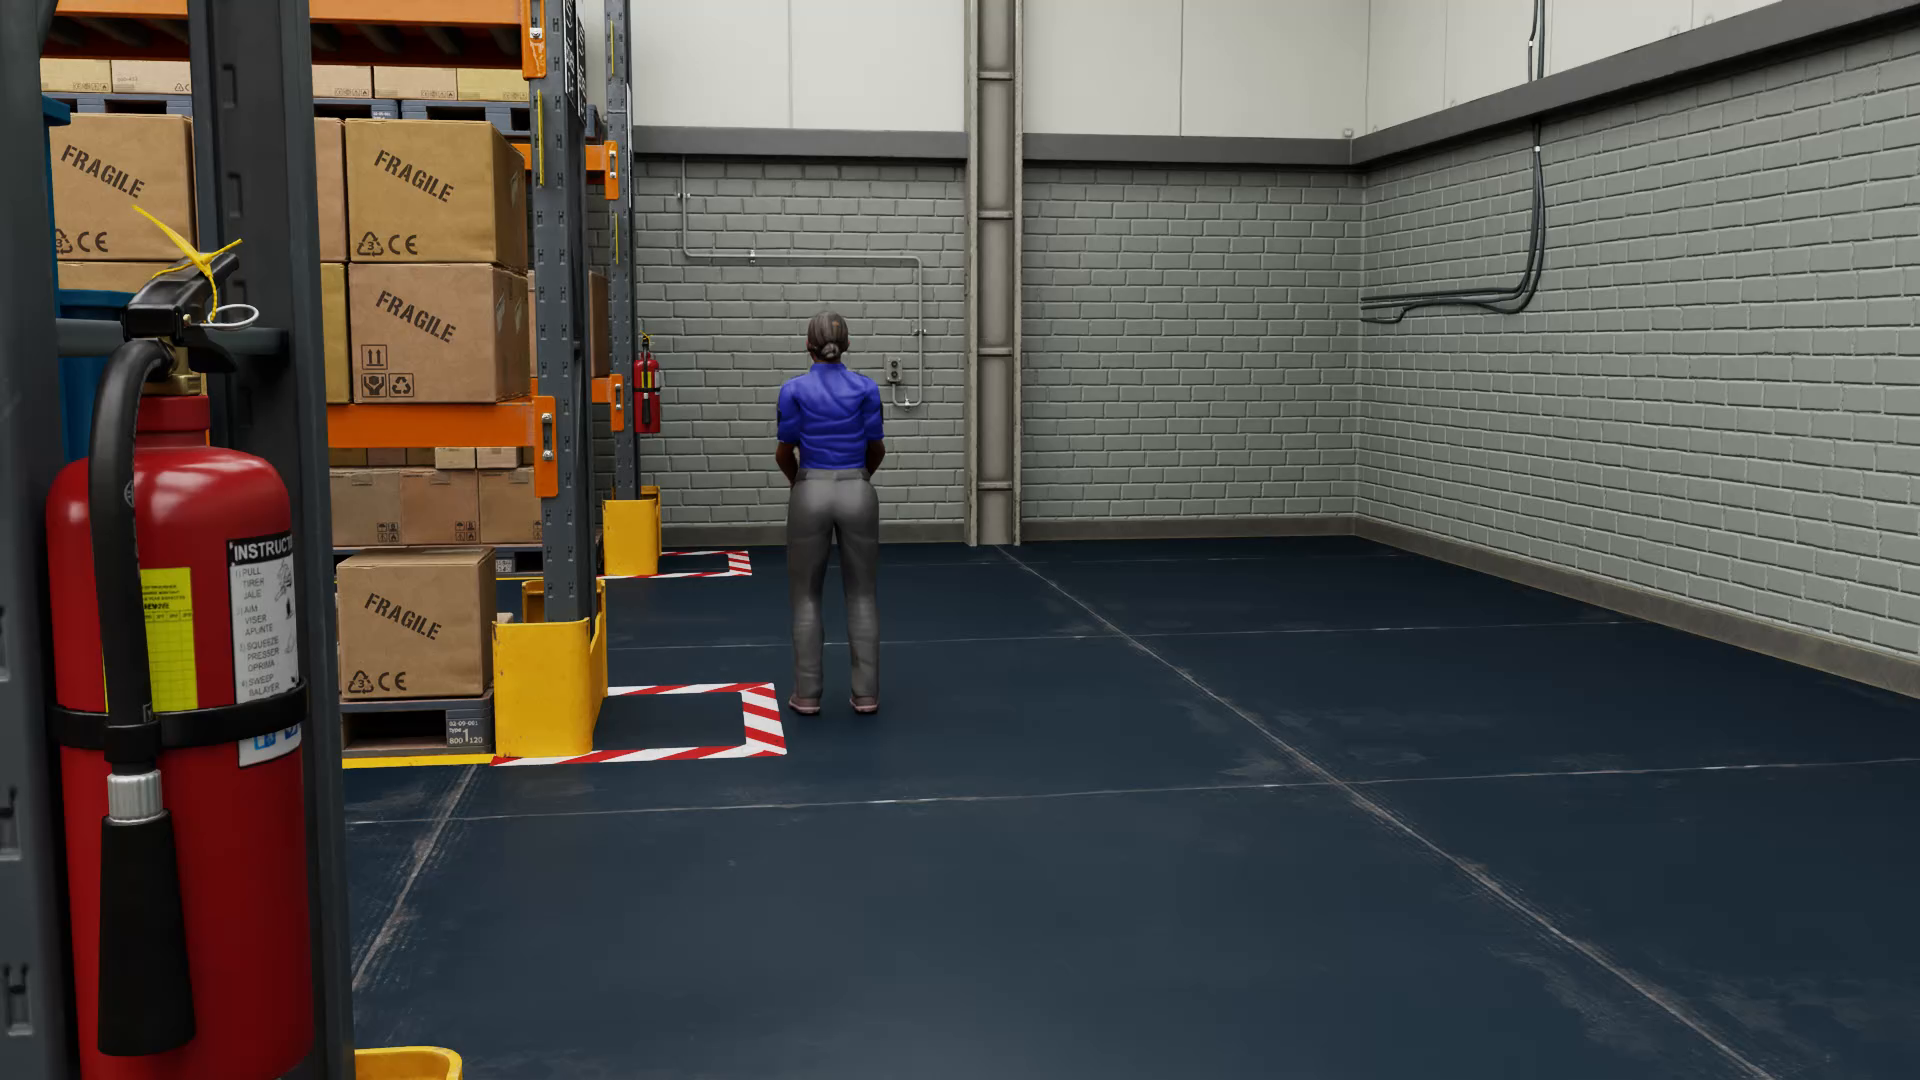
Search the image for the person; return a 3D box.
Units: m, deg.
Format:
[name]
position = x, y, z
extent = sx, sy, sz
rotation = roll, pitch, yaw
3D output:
[person]
position = -0.538, -0.119, 6.911
extent = 0.452, 1.649, 0.512
rotation = -1, 7, -9
